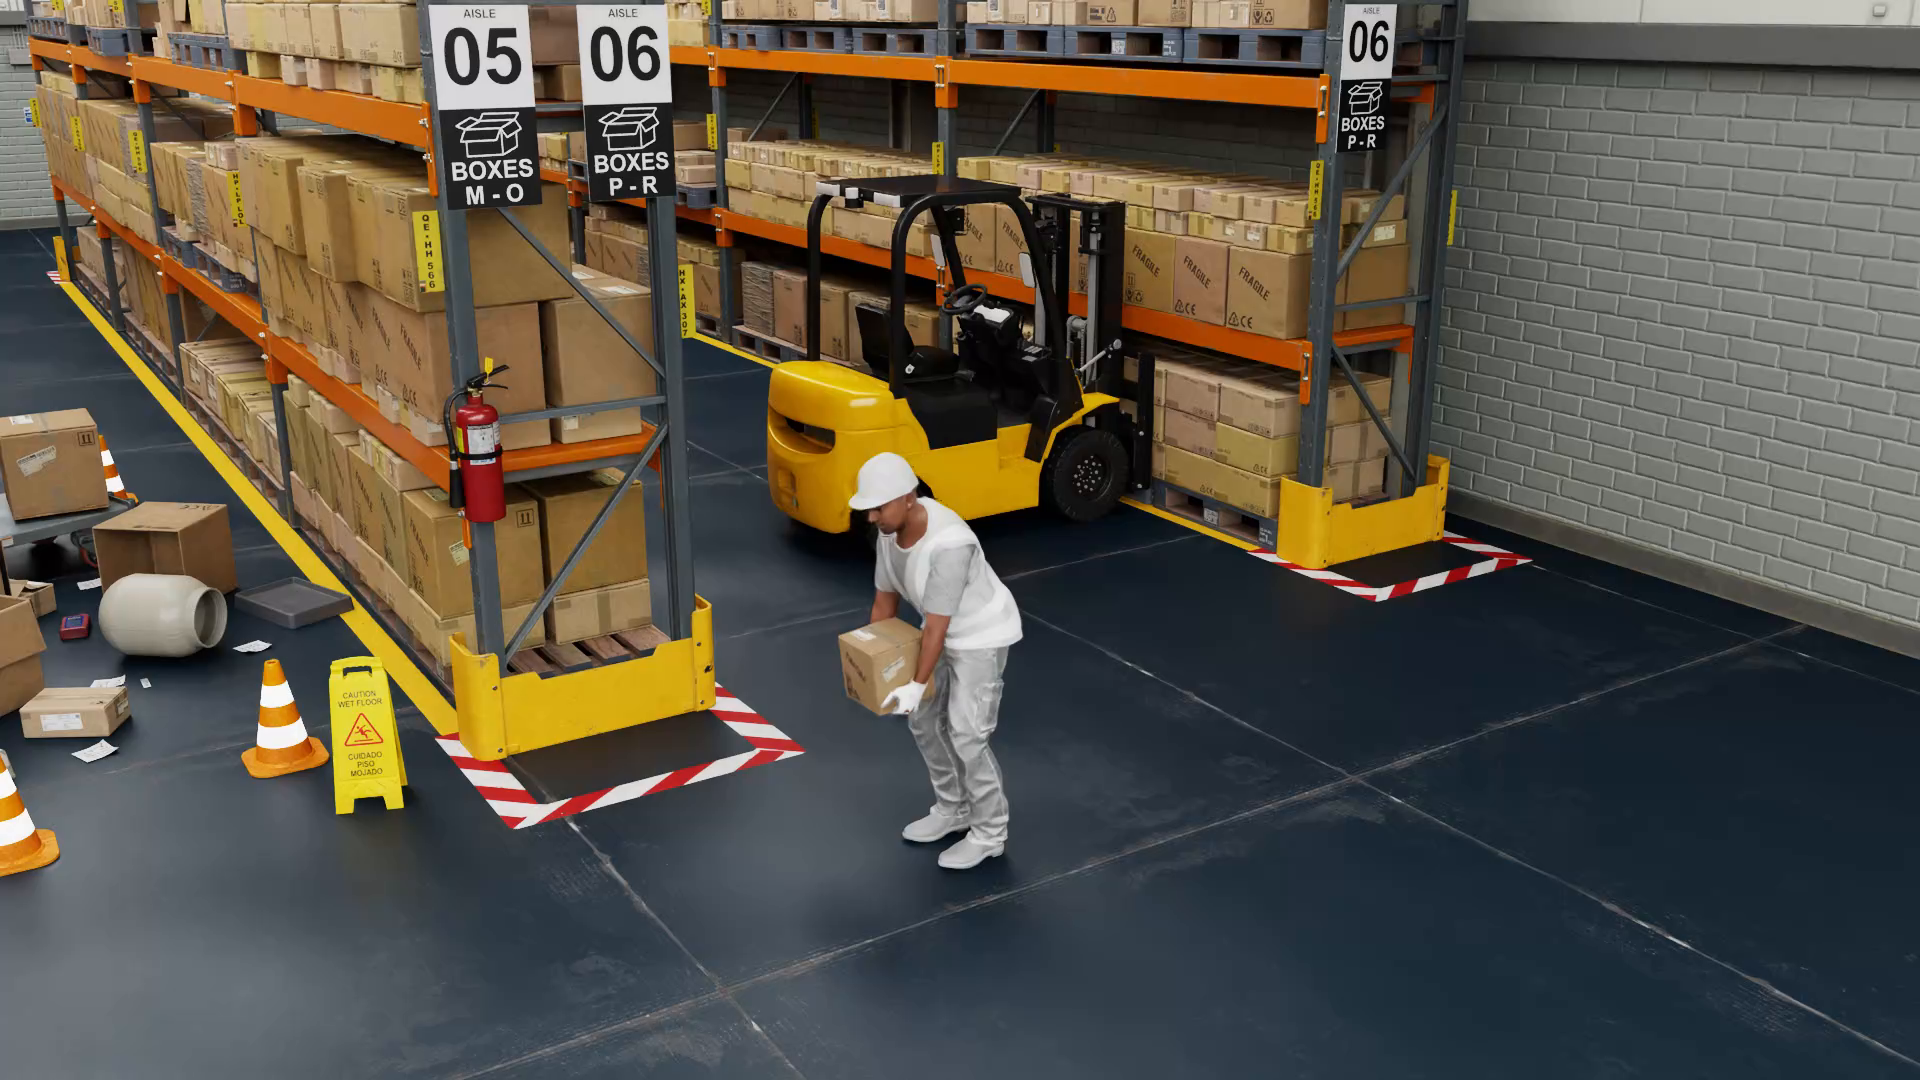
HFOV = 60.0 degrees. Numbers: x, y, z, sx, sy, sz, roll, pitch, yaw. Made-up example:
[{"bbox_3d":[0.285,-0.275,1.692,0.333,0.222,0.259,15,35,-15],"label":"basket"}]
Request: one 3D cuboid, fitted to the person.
[{"bbox_3d":[-0.102,0.447,6.321,0.696,1.668,0.486,-12,21,-32],"label":"person"}]
